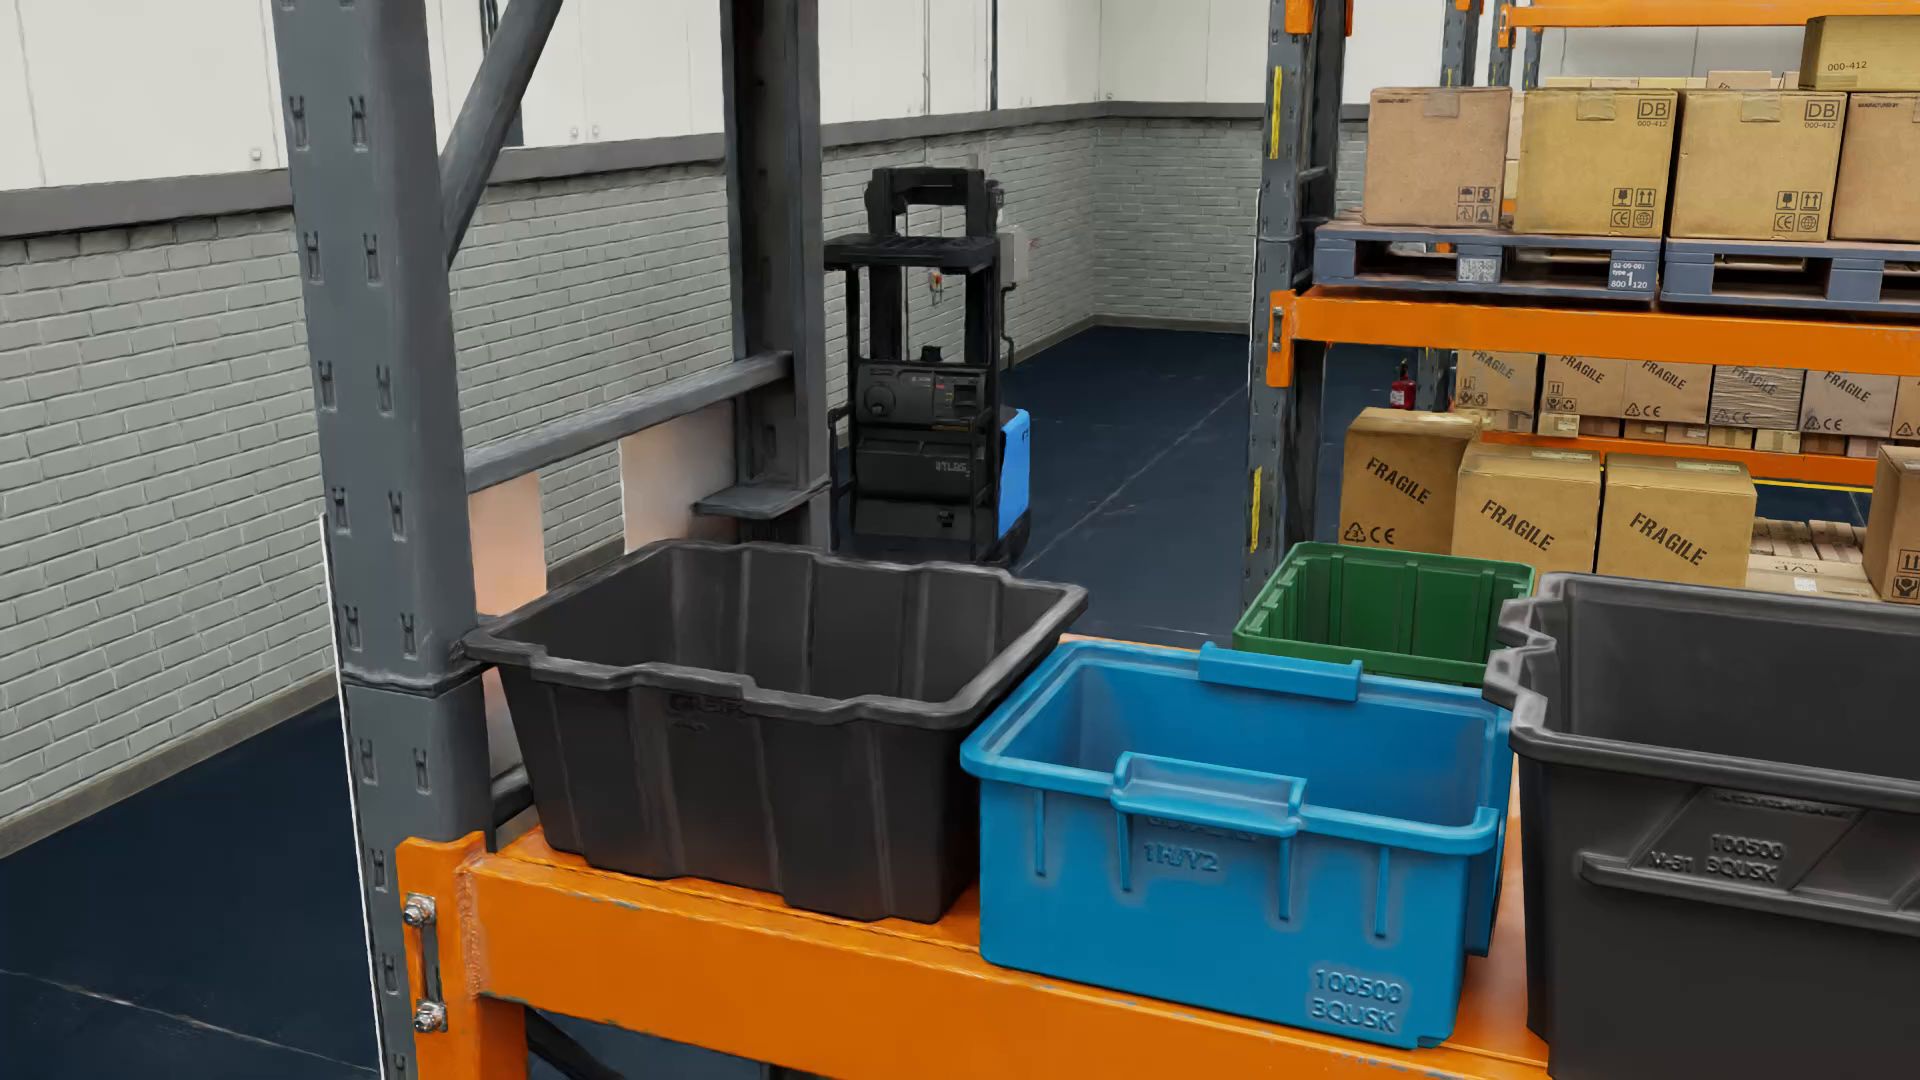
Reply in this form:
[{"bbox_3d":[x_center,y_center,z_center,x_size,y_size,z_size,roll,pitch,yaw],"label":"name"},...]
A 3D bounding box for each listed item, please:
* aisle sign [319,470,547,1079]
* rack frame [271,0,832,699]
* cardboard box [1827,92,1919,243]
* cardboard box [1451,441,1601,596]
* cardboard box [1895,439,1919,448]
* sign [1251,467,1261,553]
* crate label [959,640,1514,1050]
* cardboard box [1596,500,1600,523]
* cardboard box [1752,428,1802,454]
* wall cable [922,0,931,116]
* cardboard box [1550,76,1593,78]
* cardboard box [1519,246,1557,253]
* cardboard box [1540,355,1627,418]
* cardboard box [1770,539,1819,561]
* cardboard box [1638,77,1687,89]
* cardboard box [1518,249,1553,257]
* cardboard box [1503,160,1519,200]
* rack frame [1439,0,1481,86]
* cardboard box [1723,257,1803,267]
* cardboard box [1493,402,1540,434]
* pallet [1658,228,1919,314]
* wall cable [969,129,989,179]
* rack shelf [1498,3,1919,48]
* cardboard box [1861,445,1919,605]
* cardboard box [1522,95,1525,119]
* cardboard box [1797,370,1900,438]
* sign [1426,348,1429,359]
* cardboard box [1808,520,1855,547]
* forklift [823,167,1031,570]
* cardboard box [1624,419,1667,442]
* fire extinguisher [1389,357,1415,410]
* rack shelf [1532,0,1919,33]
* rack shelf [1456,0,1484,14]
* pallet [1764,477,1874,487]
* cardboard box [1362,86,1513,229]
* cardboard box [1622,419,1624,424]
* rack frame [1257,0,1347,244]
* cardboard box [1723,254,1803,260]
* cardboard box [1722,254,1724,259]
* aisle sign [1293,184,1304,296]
[{"bbox_3d":[-0.626,0.299,2.101,0.004,0.787,0.394,6,17,21],"label":"aisle sign"},{"bbox_3d":[-0.450,-1.403,1.867,0.127,3.000,1.000,6,17,21],"label":"rack frame"},{"bbox_3d":[3.405,-1.347,5.941,0.500,0.500,0.700,7,18,23],"label":"cardboard box"},{"bbox_3d":[2.180,-0.068,6.417,0.500,0.500,0.500,6,17,19],"label":"cardboard box"},{"bbox_3d":[5.929,-0.607,10.334,0.250,0.149,0.380,6,17,19],"label":"cardboard box"},{"bbox_3d":[1.158,-0.117,6.503,0.005,0.325,0.100,6,17,21],"label":"sign"},{"bbox_3d":[0.289,0.287,1.692,0.502,0.251,0.408,6,17,21],"label":"crate label"},{"bbox_3d":[4.367,-0.179,11.702,0.250,0.149,0.380,6,17,19],"label":"cardboard box"},{"bbox_3d":[5.170,-0.663,10.527,0.250,0.149,0.380,7,17,22],"label":"cardboard box"},{"bbox_3d":[-0.392,-5.767,16.898,0.029,3.000,0.463,6,17,21],"label":"wall cable"},{"bbox_3d":[7.337,-5.443,20.002,0.500,0.250,0.500,6,17,19],"label":"cardboard box"},{"bbox_3d":[3.798,-1.772,11.390,0.500,0.500,0.500,6,17,19],"label":"cardboard box"},{"bbox_3d":[4.104,-1.108,10.897,0.500,0.500,0.500,6,17,21],"label":"cardboard box"},{"bbox_3d":[5.335,0.125,10.657,0.250,0.149,0.380,6,17,19],"label":"cardboard box"},{"bbox_3d":[8.080,-5.201,19.167,0.500,0.250,0.500,6,17,20],"label":"cardboard box"},{"bbox_3d":[3.601,-1.639,10.934,0.500,0.500,0.500,6,17,20],"label":"cardboard box"},{"bbox_3d":[3.605,-2.339,10.740,0.500,0.250,0.500,7,18,23],"label":"cardboard box"},{"bbox_3d":[3.281,-3.964,10.687,0.127,3.000,1.000,6,17,21],"label":"rack frame"},{"bbox_3d":[5.024,-1.479,10.382,0.500,0.500,0.500,6,17,19],"label":"cardboard box"},{"bbox_3d":[3.714,-0.829,11.099,0.250,0.149,0.380,7,18,23],"label":"cardboard box"},{"bbox_3d":[3.200,-1.007,6.042,1.213,0.211,1.003,6,17,21],"label":"pallet"},{"bbox_3d":[0.259,-3.805,19.077,0.122,1.984,0.588,6,17,21],"label":"wall cable"},{"bbox_3d":[6.864,-4.516,14.596,4.000,0.370,1.077,6,17,21],"label":"rack shelf"},{"bbox_3d":[3.795,-0.048,6.350,0.500,0.500,0.500,6,17,19],"label":"cardboard box"},{"bbox_3d":[3.729,-2.760,10.578,0.250,0.149,0.380,7,18,23],"label":"cardboard box"},{"bbox_3d":[5.503,-0.945,10.337,0.500,0.500,0.500,6,17,20],"label":"cardboard box"},{"bbox_3d":[3.082,-1.358,10.918,0.005,0.325,0.100,6,17,21],"label":"sign"},{"bbox_3d":[5.812,-0.006,11.106,0.250,0.149,0.380,7,17,22],"label":"cardboard box"},{"bbox_3d":[-0.324,-1.026,11.451,1.130,2.935,3.031,4,17,14],"label":"forklift"},{"bbox_3d":[4.479,-0.762,10.870,0.250,0.149,0.380,6,17,20],"label":"cardboard box"},{"bbox_3d":[3.216,-1.012,12.088,0.183,0.674,0.296,6,17,21],"label":"fire extinguisher"},{"bbox_3d":[8.681,-5.994,18.977,4.000,0.370,1.077,6,17,21],"label":"rack shelf"},{"bbox_3d":[5.141,-3.412,10.083,4.000,0.370,1.077,6,17,21],"label":"rack shelf"},{"bbox_3d":[8.046,-0.727,15.299,1.213,0.211,1.003,6,17,21],"label":"pallet"},{"bbox_3d":[1.870,-1.506,6.488,0.500,0.500,0.700,5,17,17],"label":"cardboard box"},{"bbox_3d":[4.625,-0.891,11.312,0.250,0.149,0.380,5,17,18],"label":"cardboard box"},{"bbox_3d":[1.367,-2.688,6.292,0.127,3.000,1.000,6,17,21],"label":"rack frame"},{"bbox_3d":[5.249,-1.616,10.853,0.500,0.500,0.500,6,17,19],"label":"cardboard box"},{"bbox_3d":[6.774,-2.630,14.879,0.500,0.500,0.500,6,17,21],"label":"cardboard box"},{"bbox_3d":[1.410,-1.141,7.059,0.004,0.787,0.394,6,17,21],"label":"aisle sign"}]
